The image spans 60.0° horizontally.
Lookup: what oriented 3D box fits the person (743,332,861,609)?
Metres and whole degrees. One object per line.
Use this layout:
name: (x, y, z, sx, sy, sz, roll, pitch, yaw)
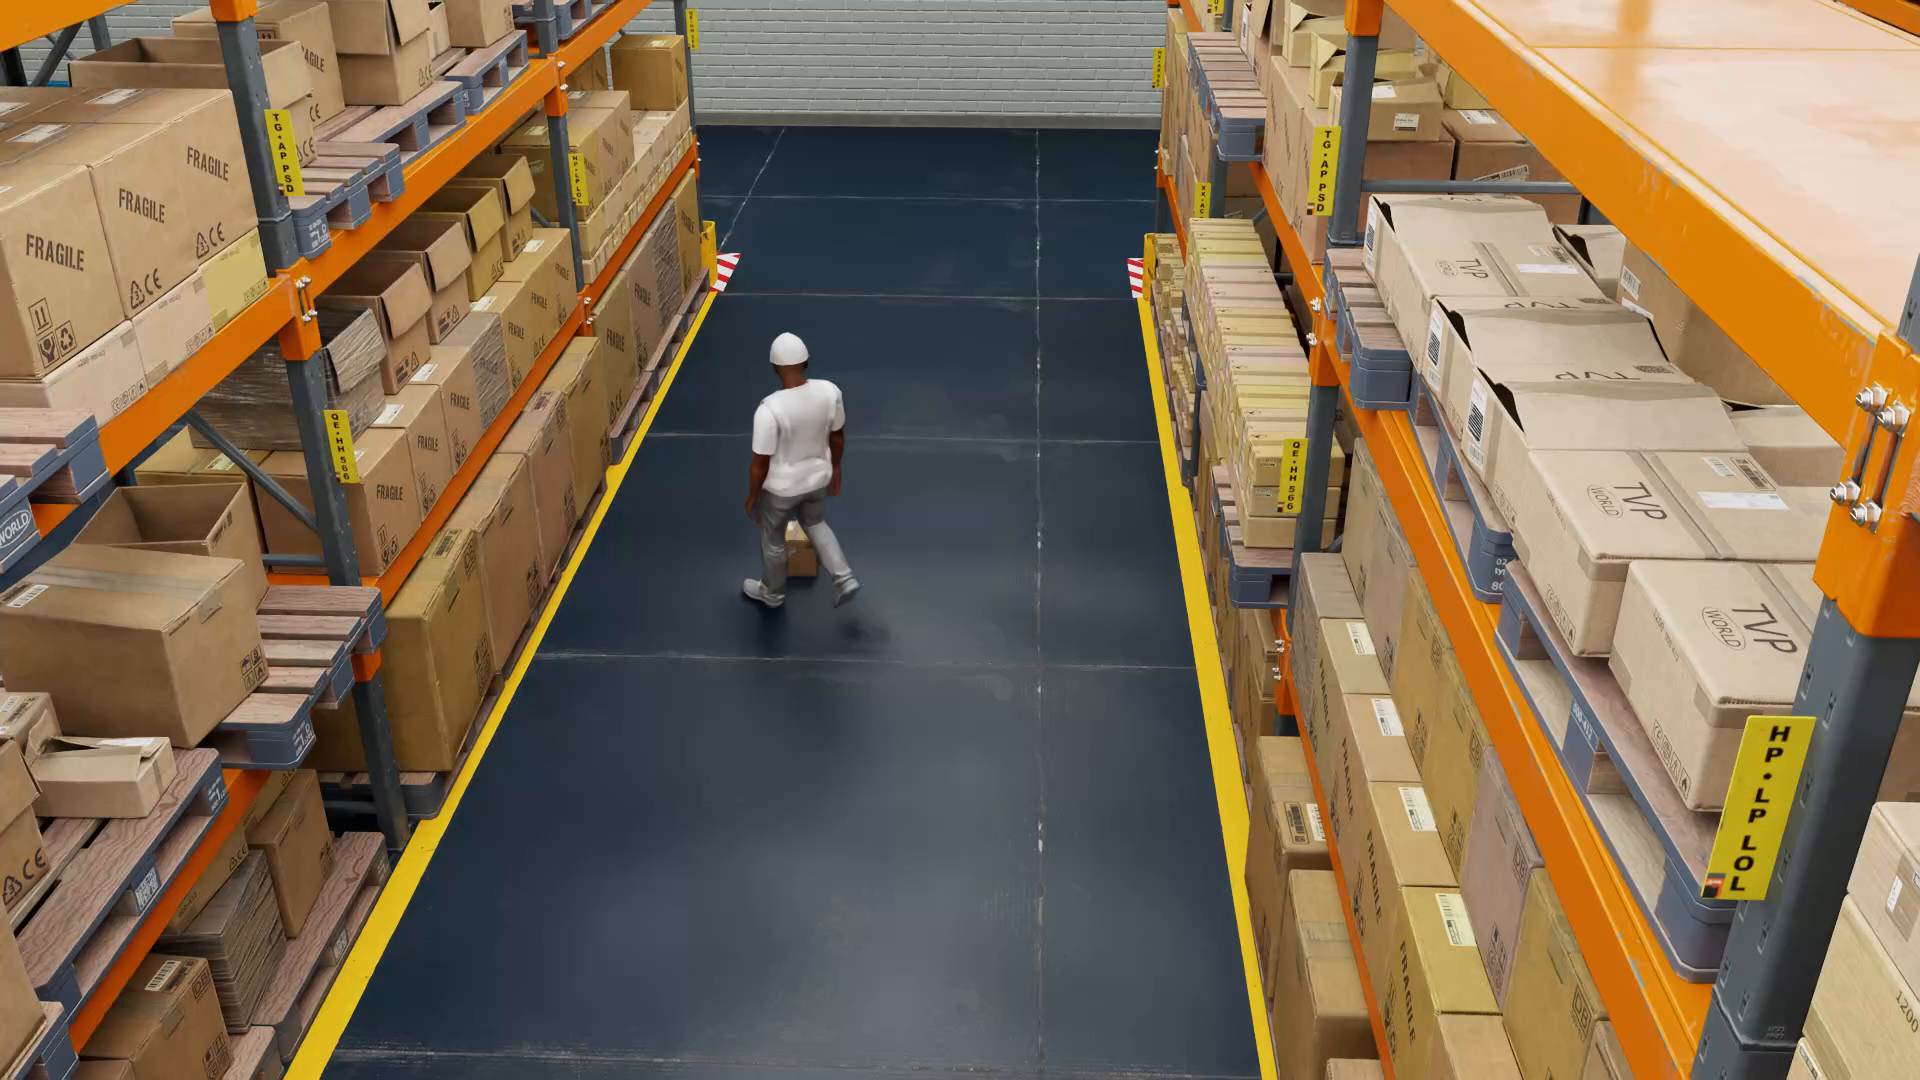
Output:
person: (-0.944, -0.358, 9.297, 0.603, 1.746, 0.805, -20, 34, -33)
